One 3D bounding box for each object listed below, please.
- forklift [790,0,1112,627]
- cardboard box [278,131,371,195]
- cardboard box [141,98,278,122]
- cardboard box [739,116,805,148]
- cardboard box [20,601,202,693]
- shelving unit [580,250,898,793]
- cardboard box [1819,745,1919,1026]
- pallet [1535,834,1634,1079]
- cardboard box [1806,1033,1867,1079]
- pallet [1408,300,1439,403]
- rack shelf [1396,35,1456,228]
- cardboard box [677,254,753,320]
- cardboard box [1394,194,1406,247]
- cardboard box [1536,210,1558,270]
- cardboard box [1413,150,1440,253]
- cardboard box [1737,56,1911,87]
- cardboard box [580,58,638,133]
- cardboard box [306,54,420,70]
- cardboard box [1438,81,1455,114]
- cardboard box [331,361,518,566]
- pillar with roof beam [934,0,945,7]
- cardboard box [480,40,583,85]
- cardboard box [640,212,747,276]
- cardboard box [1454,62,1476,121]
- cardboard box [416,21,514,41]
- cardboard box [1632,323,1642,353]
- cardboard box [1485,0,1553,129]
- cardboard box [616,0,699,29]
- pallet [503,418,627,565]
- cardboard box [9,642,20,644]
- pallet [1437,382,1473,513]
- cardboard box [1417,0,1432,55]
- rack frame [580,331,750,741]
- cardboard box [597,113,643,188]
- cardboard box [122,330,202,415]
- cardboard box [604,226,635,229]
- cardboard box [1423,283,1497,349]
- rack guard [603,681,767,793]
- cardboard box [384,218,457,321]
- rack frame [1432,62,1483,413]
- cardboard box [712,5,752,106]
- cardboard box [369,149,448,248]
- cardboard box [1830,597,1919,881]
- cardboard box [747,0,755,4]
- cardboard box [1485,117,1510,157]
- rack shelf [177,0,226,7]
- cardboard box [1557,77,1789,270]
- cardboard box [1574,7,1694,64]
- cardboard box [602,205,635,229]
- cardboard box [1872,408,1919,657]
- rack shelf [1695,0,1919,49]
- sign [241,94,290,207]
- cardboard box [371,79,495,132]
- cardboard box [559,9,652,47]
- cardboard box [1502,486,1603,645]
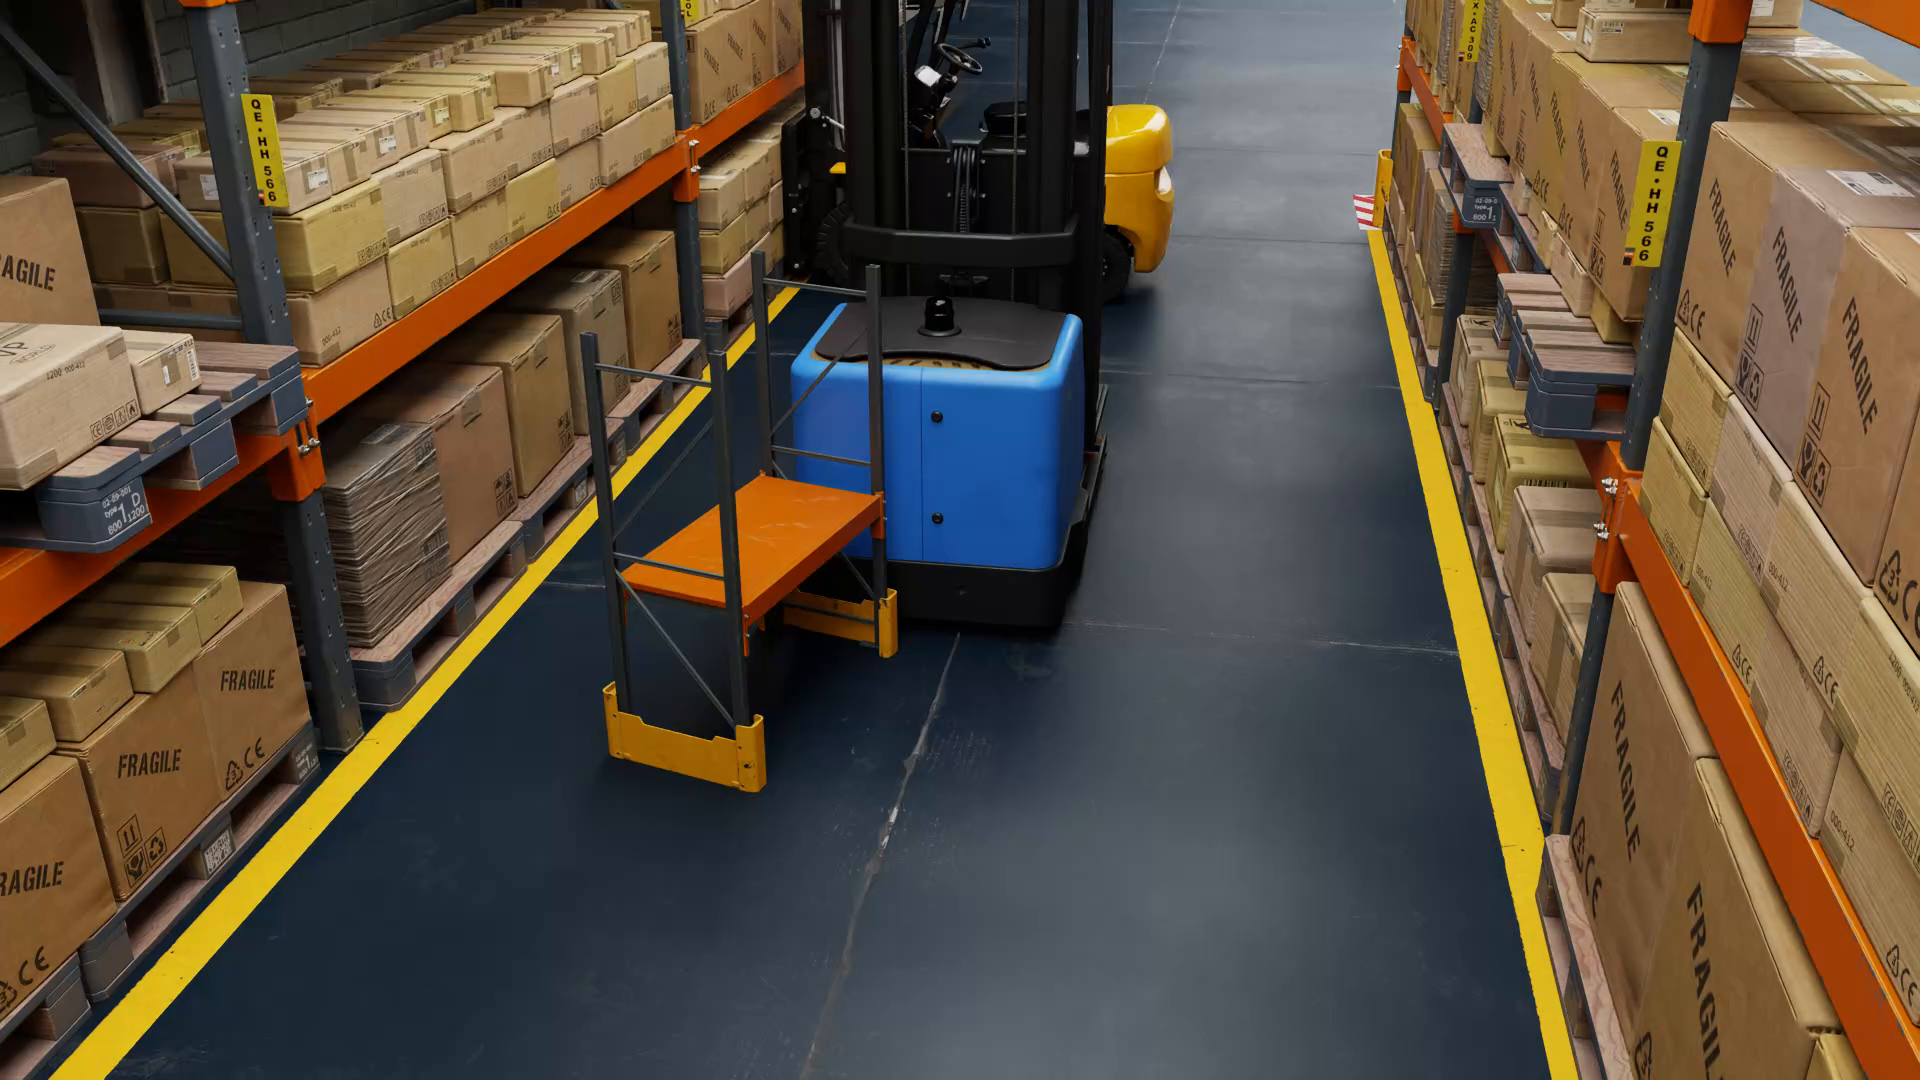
[{"bbox_3d":[0.102,-1.591,7.192,1.130,2.935,3.031,4,25,8],"label":"forklift"},{"bbox_3d":[-2.189,-1.248,5.495,0.380,0.149,0.250,5,25,10],"label":"cardboard box"},{"bbox_3d":[-2.715,-1.502,6.038,0.380,0.149,0.250,4,25,7],"label":"cardboard box"},{"bbox_3d":[-1.275,-2.577,10.785,0.500,0.250,0.500,4,25,7],"label":"cardboard box"},{"bbox_3d":[-2.419,0.304,4.750,0.380,0.149,0.250,3,25,6],"label":"cardboard box"},{"bbox_3d":[-0.718,-0.104,5.703,0.587,1.500,1.083,11,27,22],"label":"shelving unit"},{"bbox_3d":[1.760,0.555,2.704,0.500,0.250,0.500,4,25,9],"label":"cardboard box"},{"bbox_3d":[2.120,1.245,4.340,1.003,0.211,1.213,4,25,9],"label":"pallet"},{"bbox_3d":[1.832,1.460,2.604,0.875,0.875,0.875,5,26,10],"label":"cardboard box"},{"bbox_3d":[3.052,-1.035,9.213,1.003,0.211,1.213,4,25,9],"label":"pallet"},{"bbox_3d":[3.304,-2.526,9.956,1.077,0.370,4.000,4,25,9],"label":"rack shelf"},{"bbox_3d":[-1.515,-1.482,9.625,0.500,0.250,0.500,4,25,9],"label":"cardboard box"},{"bbox_3d":[3.135,-2.102,10.950,0.500,0.250,0.500,5,26,10],"label":"cardboard box"},{"bbox_3d":[2.194,-1.018,5.688,0.380,0.149,0.250,4,25,9],"label":"cardboard box"},{"bbox_3d":[2.972,-1.992,9.831,0.500,0.500,0.500,5,26,11],"label":"cardboard box"},{"bbox_3d":[2.783,-1.325,5.579,0.500,0.500,0.500,4,25,9],"label":"cardboard box"},{"bbox_3d":[-1.826,-2.077,7.737,0.500,0.250,0.500,3,25,7],"label":"cardboard box"},{"bbox_3d":[-2.485,-1.930,6.952,0.380,0.149,0.250,4,25,9],"label":"cardboard box"},{"bbox_3d":[2.891,-2.482,9.311,0.380,0.149,0.250,4,25,8],"label":"cardboard box"},{"bbox_3d":[-2.360,-0.333,6.729,0.875,0.625,0.625,5,26,10],"label":"cardboard box"},{"bbox_3d":[3.938,-11.239,20.647,9.100,9.000,0.400,4,25,9],"label":"pillar with roof beam"},{"bbox_3d":[-1.891,-2.106,7.328,0.380,0.149,0.250,3,25,7],"label":"cardboard box"},{"bbox_3d":[-1.537,-1.710,9.522,0.500,0.250,0.500,4,25,8],"label":"cardboard box"},{"bbox_3d":[2.804,-2.398,8.366,0.500,0.500,0.500,3,25,7],"label":"cardboard box"},{"bbox_3d":[-2.327,-2.351,7.852,0.380,0.149,0.250,4,25,8],"label":"cardboard box"},{"bbox_3d":[2.145,-0.572,4.735,0.380,0.149,0.250,5,26,10],"label":"cardboard box"},{"bbox_3d":[2.536,-2.000,7.019,0.500,0.500,0.500,4,25,9],"label":"cardboard box"},{"bbox_3d":[-1.609,-2.812,8.835,0.380,0.149,0.250,4,25,8],"label":"cardboard box"},{"bbox_3d":[-2.200,-0.272,7.582,1.003,0.211,1.213,4,25,9],"label":"pallet"},{"bbox_3d":[-3.020,0.618,4.844,0.500,0.500,0.500,4,25,9],"label":"cardboard box"},{"bbox_3d":[2.851,-0.426,7.912,1.003,0.211,1.213,4,25,9],"label":"pallet"},{"bbox_3d":[3.116,-3.259,10.206,0.500,0.500,0.500,4,25,7],"label":"cardboard box"},{"bbox_3d":[-0.921,0.090,5.289,0.500,1.500,0.032,11,27,22],"label":"rack frame"},{"bbox_3d":[-1.822,-1.850,7.841,0.500,0.250,0.500,4,25,8],"label":"cardboard box"},{"bbox_3d":[-2.303,-0.460,4.494,0.380,0.149,0.250,4,25,9],"label":"cardboard box"},{"bbox_3d":[-2.043,-1.747,9.601,0.500,0.250,0.500,3,25,7],"label":"cardboard box"},{"bbox_3d":[2.808,-1.226,9.079,0.500,0.250,0.500,5,26,11],"label":"cardboard box"},{"bbox_3d":[-0.921,0.655,5.555,0.587,0.250,0.087,11,27,22],"label":"rack guard"},{"bbox_3d":[-2.174,-0.995,6.015,0.500,0.250,0.500,3,25,7],"label":"cardboard box"},{"bbox_3d":[2.977,-2.015,8.017,1.000,3.000,0.127,4,25,9],"label":"rack frame"},{"bbox_3d":[-1.522,-2.789,9.553,0.500,0.500,0.500,4,25,9],"label":"cardboard box"},{"bbox_3d":[-2.178,-1.221,5.907,0.500,0.250,0.500,5,26,10],"label":"cardboard box"},{"bbox_3d":[1.722,0.329,2.596,0.500,0.250,0.500,4,25,9],"label":"cardboard box"},{"bbox_3d":[-1.395,-3.239,9.747,0.380,0.149,0.250,4,25,8],"label":"cardboard box"},{"bbox_3d":[2.525,-1.778,7.312,0.380,0.149,0.250,5,25,10],"label":"cardboard box"},{"bbox_3d":[-2.901,-0.881,2.904,1.077,0.370,4.000,4,25,9],"label":"rack shelf"},{"bbox_3d":[2.197,-1.139,5.180,0.500,0.500,0.500,4,25,8],"label":"cardboard box"},{"bbox_3d":[2.312,-1.710,5.635,0.380,0.149,0.250,3,25,6],"label":"cardboard box"},{"bbox_3d":[-2.031,-1.974,9.498,0.500,0.250,0.500,5,25,10],"label":"cardboard box"},{"bbox_3d":[1.744,-0.017,2.450,0.500,0.500,0.500,4,25,9],"label":"cardboard box"},{"bbox_3d":[1.996,-0.538,2.172,1.077,0.370,4.000,4,25,9],"label":"rack shelf"},{"bbox_3d":[-2.038,-1.139,4.873,0.100,0.325,0.005,4,25,9],"label":"sign"},{"bbox_3d":[-2.031,-1.677,6.411,0.380,0.149,0.250,5,25,10],"label":"cardboard box"},{"bbox_3d":[-1.758,-2.538,8.251,0.380,0.149,0.250,5,26,10],"label":"cardboard box"},{"bbox_3d":[2.538,0.113,6.075,0.950,0.372,0.625,4,25,8],"label":"cardboard box"}]
